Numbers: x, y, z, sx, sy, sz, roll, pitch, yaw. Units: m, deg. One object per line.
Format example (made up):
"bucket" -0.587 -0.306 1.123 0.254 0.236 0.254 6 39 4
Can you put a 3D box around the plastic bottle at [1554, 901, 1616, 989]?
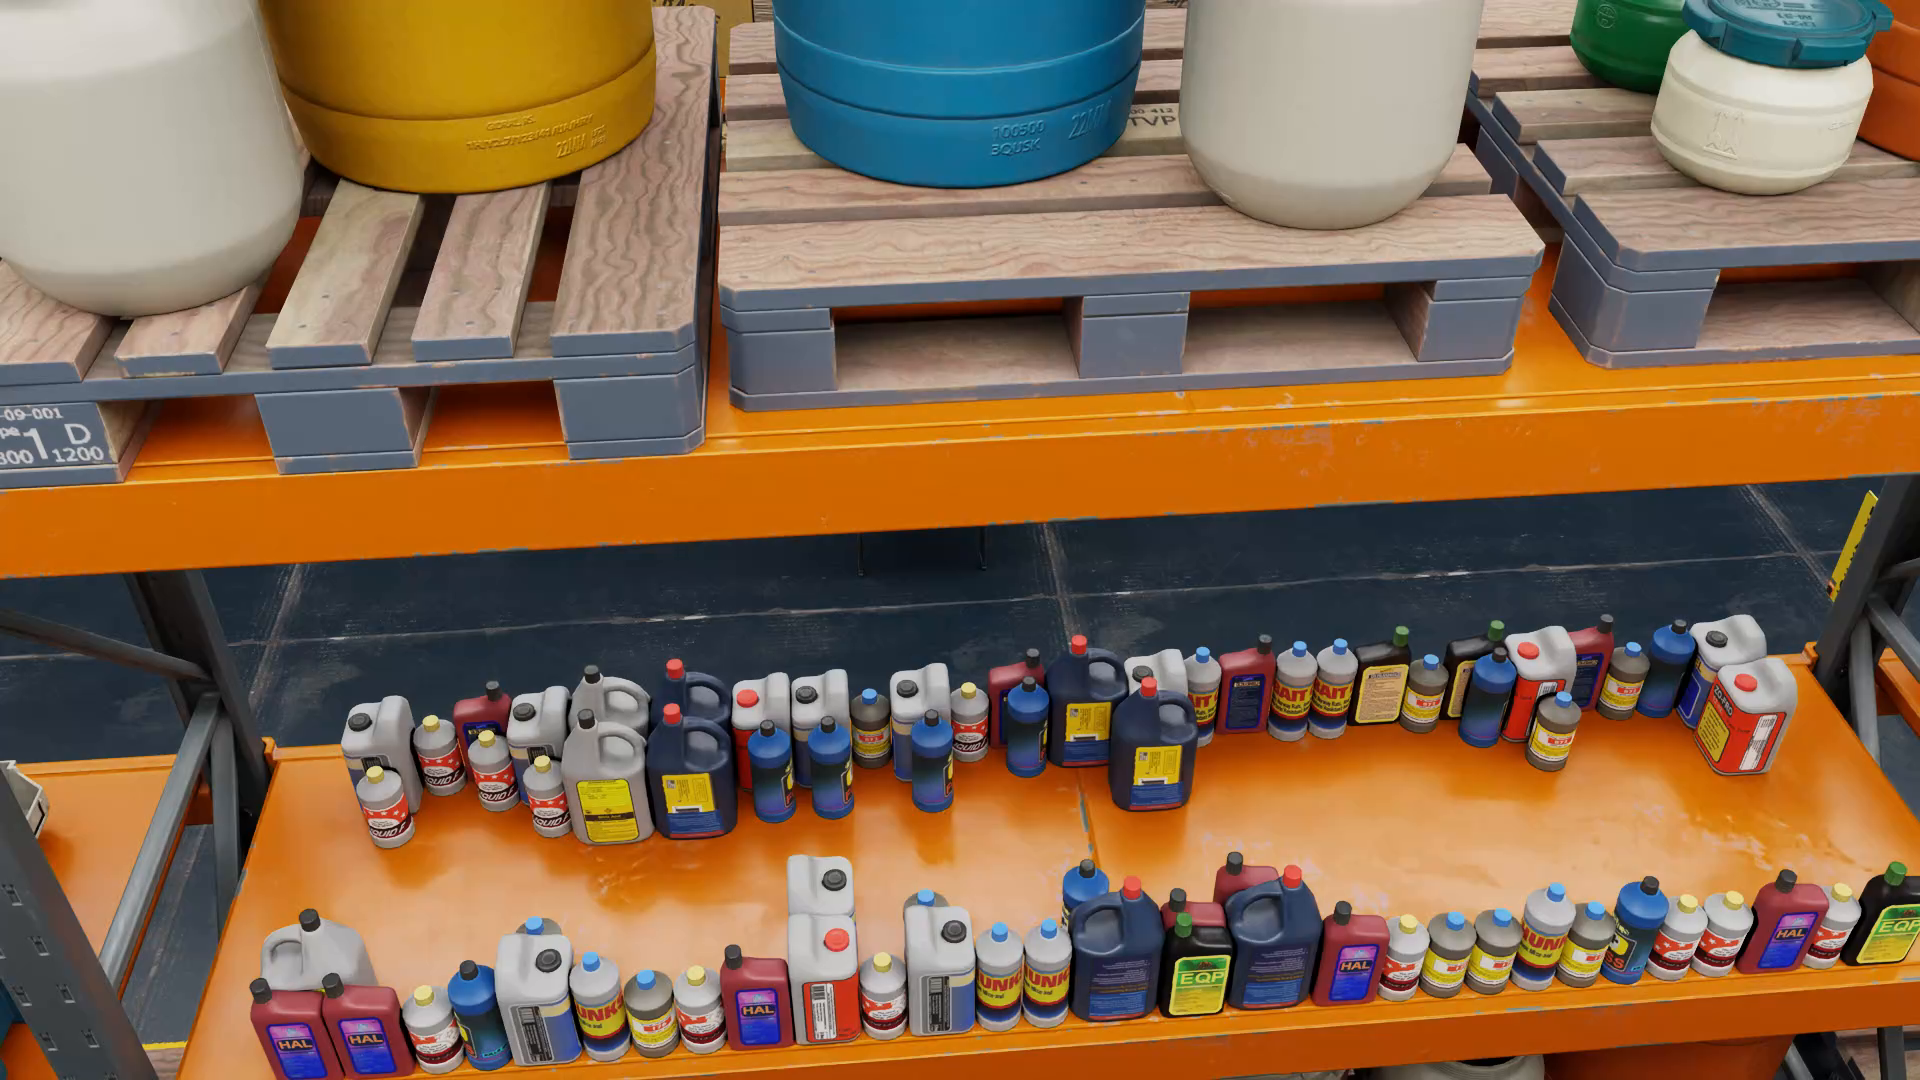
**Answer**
"plastic bottle" 1.294 0.826 3.442 0.097 0.201 0.097 0 38 0

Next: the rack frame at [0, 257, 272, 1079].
"rack frame" -1.688 0.658 3.494 0.127 3.000 1.000 -3 38 -4

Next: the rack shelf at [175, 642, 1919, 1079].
"rack shelf" 0.304 0.831 3.856 4.000 0.370 1.077 -3 38 -4

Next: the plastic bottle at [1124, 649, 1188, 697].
"plastic bottle" 0.455 0.388 3.937 0.135 0.276 0.152 -3 38 -4

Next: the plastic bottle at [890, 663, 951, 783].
"plastic bottle" -0.093 0.418 3.899 0.135 0.276 0.152 -3 38 -4

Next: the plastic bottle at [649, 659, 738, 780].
"plastic bottle" -0.618 0.415 3.842 0.185 0.351 0.144 -3 38 -4

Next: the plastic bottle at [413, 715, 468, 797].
"plastic bottle" -1.211 0.492 3.865 0.097 0.201 0.097 0 38 0

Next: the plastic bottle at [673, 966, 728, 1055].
"plastic bottle" -0.517 0.926 3.315 0.097 0.201 0.097 0 38 0

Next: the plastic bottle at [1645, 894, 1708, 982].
"plastic bottle" 1.487 0.815 3.455 0.097 0.201 0.097 0 38 0

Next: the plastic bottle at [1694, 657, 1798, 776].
"plastic bottle" 1.850 0.406 3.914 0.135 0.276 0.152 -3 38 -4

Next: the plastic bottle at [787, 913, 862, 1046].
"plastic bottle" -0.271 0.866 3.331 0.135 0.276 0.152 -3 38 -4

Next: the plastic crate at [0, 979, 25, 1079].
"plastic crate" -2.123 0.877 3.181 0.575 0.384 0.392 -3 38 -4

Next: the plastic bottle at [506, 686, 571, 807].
"plastic bottle" -0.960 0.466 3.838 0.135 0.276 0.152 -3 38 -4

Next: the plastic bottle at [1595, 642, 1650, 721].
"plastic bottle" 1.621 0.336 4.063 0.097 0.201 0.097 0 38 0

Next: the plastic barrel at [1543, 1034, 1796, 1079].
"plastic barrel" 1.810 1.163 4.267 0.708 0.830 0.600 -3 38 -4

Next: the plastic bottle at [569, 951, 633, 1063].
"plastic bottle" -0.711 0.909 3.280 0.097 0.271 0.097 0 38 0

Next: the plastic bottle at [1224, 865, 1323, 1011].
"plastic bottle" 0.630 0.789 3.368 0.185 0.351 0.144 -3 38 -4

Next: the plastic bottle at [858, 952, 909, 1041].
"plastic bottle" -0.153 0.906 3.341 0.097 0.201 0.097 0 38 0

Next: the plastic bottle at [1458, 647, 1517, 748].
"plastic bottle" 1.263 0.366 3.968 0.097 0.271 0.097 0 38 0

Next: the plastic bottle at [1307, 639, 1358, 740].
"plastic bottle" 0.895 0.349 3.991 0.097 0.271 0.097 0 38 0

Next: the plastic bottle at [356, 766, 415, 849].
"plastic bottle" -1.295 0.591 3.740 0.097 0.201 0.097 0 38 0

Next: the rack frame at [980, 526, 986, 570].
"rack frame" 0.078 -0.829 6.105 0.015 2.100 0.400 -3 38 -4

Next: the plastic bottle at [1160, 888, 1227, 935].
"plastic bottle" 0.470 0.813 3.393 0.133 0.283 0.061 -3 38 -4

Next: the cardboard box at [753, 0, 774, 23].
"cardboard box" -0.648 -2.363 7.243 0.500 0.500 0.500 -4 38 -5

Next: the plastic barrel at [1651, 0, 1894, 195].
"plastic barrel" 1.241 -0.700 2.567 0.301 0.262 0.301 0 38 0

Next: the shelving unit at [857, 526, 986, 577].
"shelving unit" -0.165 -0.815 6.088 0.503 2.100 0.431 -3 38 -4

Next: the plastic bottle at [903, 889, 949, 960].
"plastic bottle" -0.070 0.807 3.467 0.097 0.201 0.097 0 38 0

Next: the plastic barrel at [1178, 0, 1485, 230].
"plastic barrel" 0.543 -0.767 2.430 0.433 0.535 0.433 0 38 0

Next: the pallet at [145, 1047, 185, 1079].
"pallet" -2.417 1.817 4.276 1.213 0.211 1.003 -3 38 -4

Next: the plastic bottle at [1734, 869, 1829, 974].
"plastic bottle" 1.701 0.783 3.431 0.133 0.283 0.061 -3 38 -4

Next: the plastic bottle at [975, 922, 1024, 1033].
"plastic bottle" 0.078 0.866 3.335 0.097 0.271 0.097 0 38 0

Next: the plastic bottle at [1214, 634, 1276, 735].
"plastic bottle" 0.681 0.344 3.986 0.133 0.283 0.061 -3 38 -4

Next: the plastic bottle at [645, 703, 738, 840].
"plastic bottle" -0.605 0.504 3.729 0.185 0.351 0.144 -3 38 -4

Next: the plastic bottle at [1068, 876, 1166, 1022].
"plastic bottle" 0.313 0.807 3.346 0.185 0.351 0.144 -3 38 -4

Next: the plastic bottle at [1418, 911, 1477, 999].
"plastic bottle" 1.003 0.842 3.422 0.097 0.201 0.097 0 38 0

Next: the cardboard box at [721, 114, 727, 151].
"cardboard box" -1.491 -1.776 7.955 0.875 0.875 1.225 -3 38 -4

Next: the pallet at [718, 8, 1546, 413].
"pallet" 0.213 -0.612 2.836 1.213 0.211 1.003 -3 38 -4

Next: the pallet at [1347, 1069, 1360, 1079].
"pallet" 1.514 1.603 4.549 1.213 0.211 1.003 -3 38 -4

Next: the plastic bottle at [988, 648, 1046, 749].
"plastic bottle" 0.133 0.374 3.948 0.133 0.283 0.061 -3 38 -4

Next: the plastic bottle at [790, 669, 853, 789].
"plastic bottle" -0.324 0.431 3.882 0.135 0.276 0.152 -3 38 -4

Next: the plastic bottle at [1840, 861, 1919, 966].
"plastic bottle" 1.931 0.770 3.447 0.133 0.283 0.061 -3 38 -4

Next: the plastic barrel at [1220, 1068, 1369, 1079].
"plastic barrel" 0.685 1.320 4.263 0.708 0.588 0.600 -3 38 -4

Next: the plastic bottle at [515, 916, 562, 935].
"plastic bottle" -0.859 0.850 3.412 0.097 0.201 0.097 0 38 0

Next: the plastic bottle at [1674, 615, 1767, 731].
"plastic bottle" 1.836 0.312 4.033 0.135 0.276 0.152 -3 38 -4

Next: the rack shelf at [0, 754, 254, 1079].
"rack shelf" -3.680 1.050 3.578 4.000 0.370 1.077 -3 38 -4

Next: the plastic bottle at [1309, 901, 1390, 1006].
"plastic bottle" 0.792 0.833 3.367 0.133 0.283 0.061 -3 38 -4

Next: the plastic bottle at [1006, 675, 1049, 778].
"plastic bottle" 0.158 0.427 3.891 0.097 0.271 0.097 0 38 0

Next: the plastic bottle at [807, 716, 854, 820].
"plastic bottle" -0.295 0.509 3.788 0.097 0.271 0.097 0 38 0

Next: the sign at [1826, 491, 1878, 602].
"sign" 2.240 0.036 4.151 0.005 0.325 0.100 -3 38 -4

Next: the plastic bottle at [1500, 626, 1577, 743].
"plastic bottle" 1.375 0.337 4.001 0.135 0.276 0.152 -3 38 -4

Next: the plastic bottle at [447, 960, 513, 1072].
"plastic bottle" -0.942 0.922 3.264 0.097 0.271 0.097 0 38 0

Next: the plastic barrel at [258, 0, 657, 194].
"plastic barrel" -0.797 -0.933 2.599 0.600 0.588 0.600 0 38 0

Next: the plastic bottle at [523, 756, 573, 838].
"plastic bottle" -0.931 0.571 3.765 0.097 0.201 0.097 0 38 0

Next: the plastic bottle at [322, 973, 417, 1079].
"plastic bottle" -1.152 0.940 3.231 0.133 0.283 0.061 -3 38 -4

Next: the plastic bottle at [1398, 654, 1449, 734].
"plastic bottle" 1.125 0.363 4.028 0.097 0.201 0.097 0 38 0
